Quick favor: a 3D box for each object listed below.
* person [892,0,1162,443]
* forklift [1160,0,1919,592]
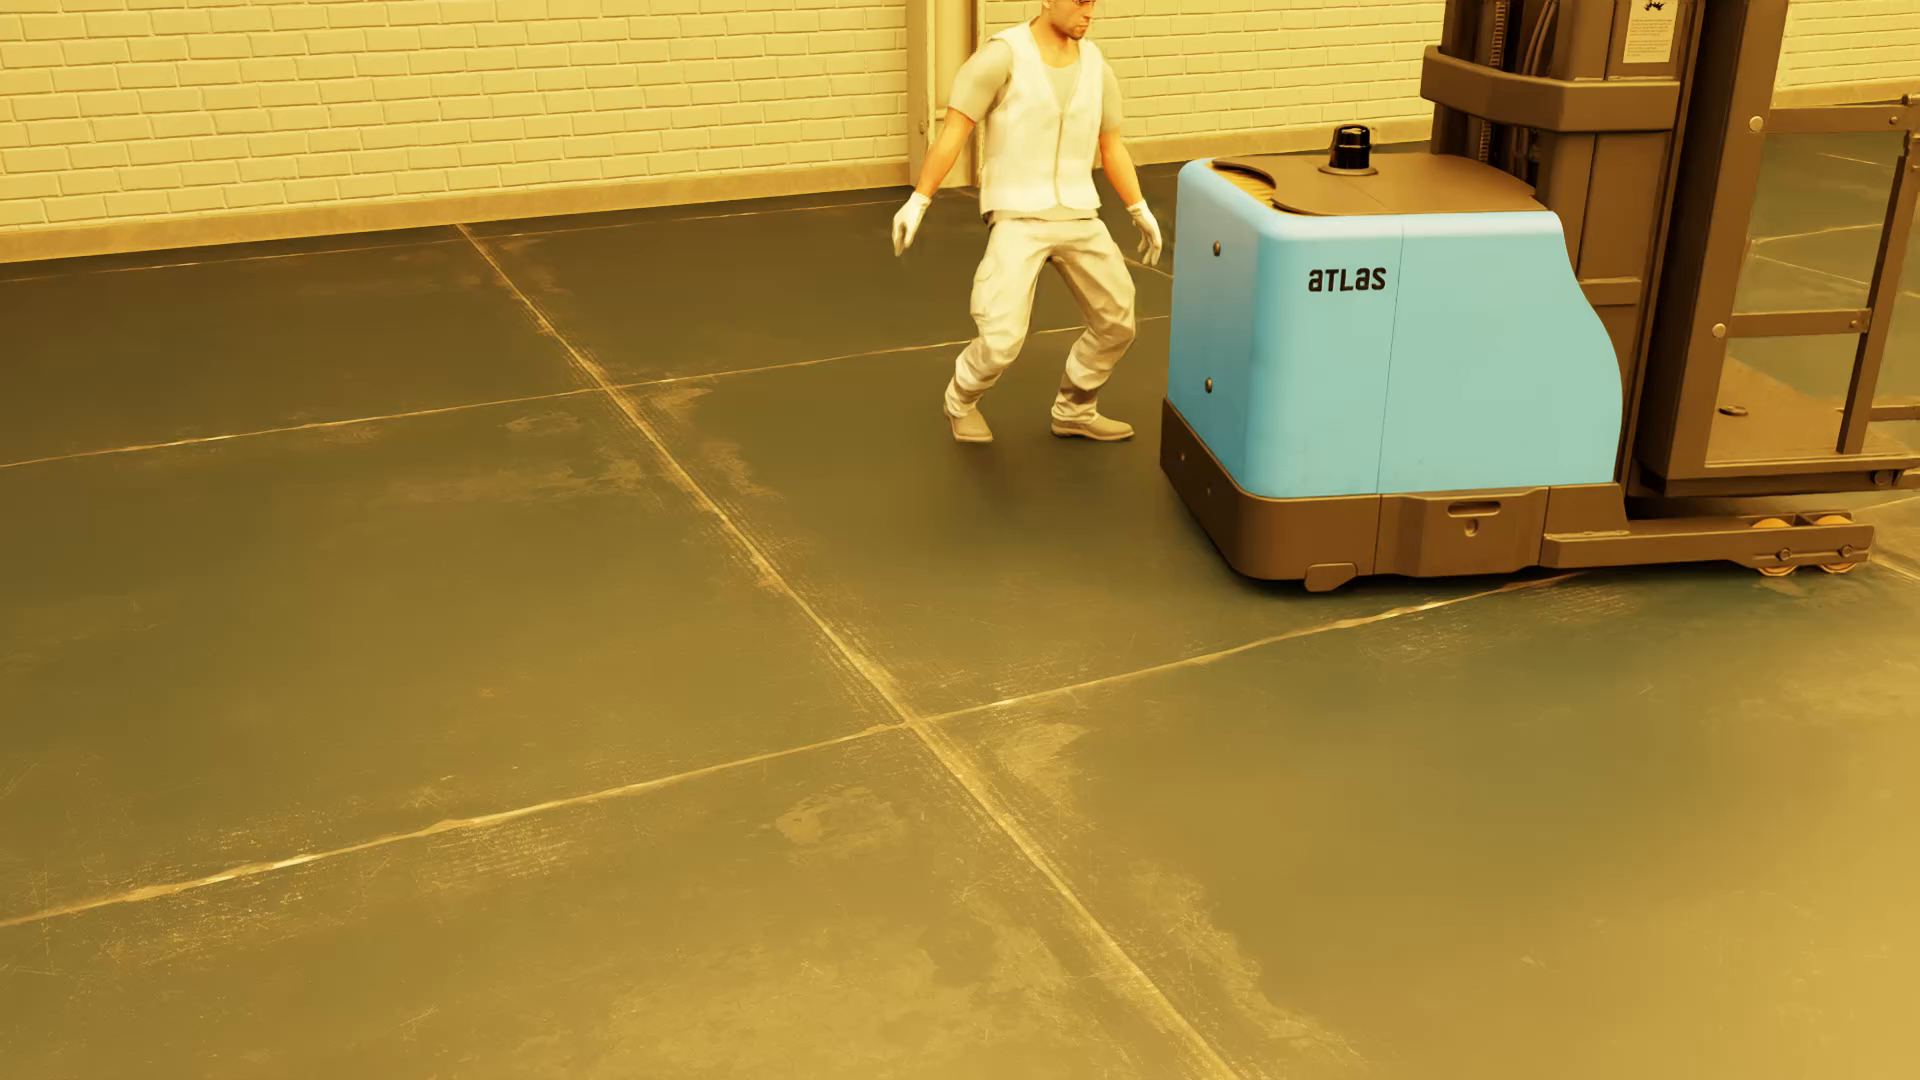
[{"bbox_3d":[0.238,-1.082,5.516,0.923,1.692,0.490,-9,24,-21],"label":"person"},{"bbox_3d":[2.220,-1.445,4.764,3.031,2.935,1.130,-3,23,-7],"label":"forklift"}]
